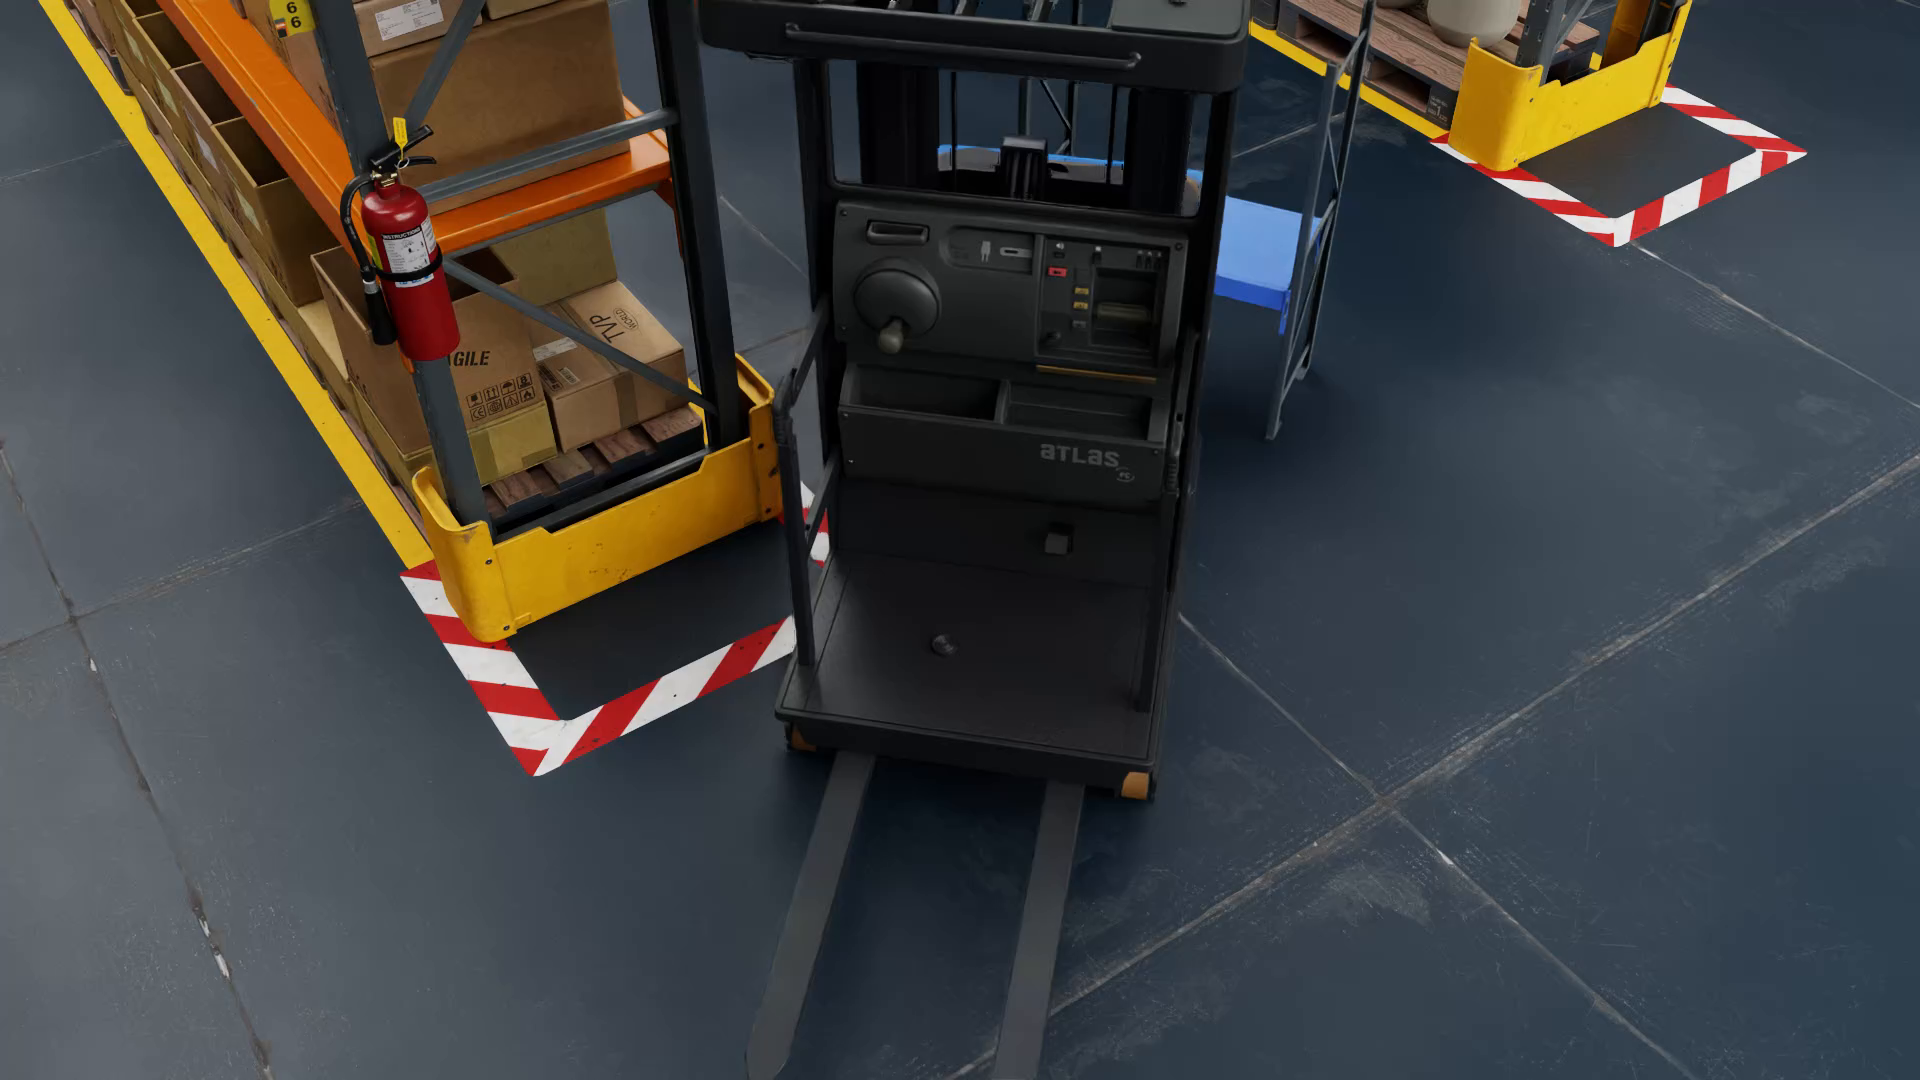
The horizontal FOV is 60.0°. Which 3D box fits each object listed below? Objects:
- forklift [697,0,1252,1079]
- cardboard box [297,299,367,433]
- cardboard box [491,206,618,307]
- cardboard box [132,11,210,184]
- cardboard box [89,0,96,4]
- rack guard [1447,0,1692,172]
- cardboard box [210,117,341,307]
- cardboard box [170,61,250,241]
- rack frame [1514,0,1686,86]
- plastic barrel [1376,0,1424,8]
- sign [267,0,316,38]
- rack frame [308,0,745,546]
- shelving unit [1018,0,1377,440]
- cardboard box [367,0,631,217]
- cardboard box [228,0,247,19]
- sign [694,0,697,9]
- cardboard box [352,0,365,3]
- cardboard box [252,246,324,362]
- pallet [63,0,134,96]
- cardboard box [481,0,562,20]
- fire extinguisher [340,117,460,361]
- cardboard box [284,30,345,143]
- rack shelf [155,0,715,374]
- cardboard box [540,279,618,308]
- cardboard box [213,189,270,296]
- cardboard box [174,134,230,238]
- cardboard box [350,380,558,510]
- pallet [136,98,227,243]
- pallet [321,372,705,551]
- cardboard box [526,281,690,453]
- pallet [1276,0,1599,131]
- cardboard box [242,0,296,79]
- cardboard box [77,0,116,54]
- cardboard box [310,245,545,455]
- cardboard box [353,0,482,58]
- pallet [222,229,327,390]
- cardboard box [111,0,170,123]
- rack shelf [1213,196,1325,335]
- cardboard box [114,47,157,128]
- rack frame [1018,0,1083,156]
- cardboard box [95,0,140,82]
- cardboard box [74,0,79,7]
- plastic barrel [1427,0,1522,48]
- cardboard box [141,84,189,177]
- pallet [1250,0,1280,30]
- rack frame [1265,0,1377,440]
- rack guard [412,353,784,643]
[{"bbox_3d":[0.086,-0.570,4.224,1.130,2.935,3.031,7,44,8],"label":"forklift"},{"bbox_3d":[-2.029,-0.698,5.996,0.500,0.250,0.500,-26,49,-24],"label":"cardboard box"},{"bbox_3d":[-1.596,-1.178,5.955,0.500,0.500,0.500,-26,49,-24],"label":"cardboard box"},{"bbox_3d":[-2.891,-1.817,6.625,0.500,0.500,0.500,-26,49,-24],"label":"cardboard box"},{"bbox_3d":[-3.939,-2.817,7.809,0.500,0.311,0.500,-26,49,-24],"label":"cardboard box"},{"bbox_3d":[2.799,-2.150,7.640,1.175,0.500,0.348,-26,49,-24],"label":"rack guard"},{"bbox_3d":[-2.319,-1.250,6.032,0.500,0.500,0.500,-26,49,-24],"label":"cardboard box"},{"bbox_3d":[-2.604,-1.534,6.329,0.500,0.500,0.500,-26,49,-24],"label":"cardboard box"},{"bbox_3d":[2.881,-3.030,6.751,1.000,3.000,0.127,-26,49,-24],"label":"rack frame"},{"bbox_3d":[2.155,-2.908,8.122,0.421,0.512,0.421,0,44,0],"label":"plastic barrel"},{"bbox_3d":[-1.637,-1.373,4.006,0.100,0.325,0.005,-26,49,-24],"label":"sign"},{"bbox_3d":[-1.184,-1.075,4.704,1.000,3.000,0.127,-26,49,-24],"label":"rack frame"},{"bbox_3d":[0.781,-1.216,5.937,1.048,1.500,0.538,17,46,17],"label":"shelving unit"},{"bbox_3d":[-1.440,-1.381,4.952,0.700,0.500,0.500,-26,49,-24],"label":"cardboard box"},{"bbox_3d":[-2.328,-2.256,5.869,0.700,0.500,0.500,-24,49,-23],"label":"cardboard box"},{"bbox_3d":[-0.725,-1.633,4.604,0.100,0.325,0.005,-26,49,-24],"label":"sign"},{"bbox_3d":[-1.471,-1.880,4.535,0.700,0.500,0.500,-26,49,-24],"label":"cardboard box"},{"bbox_3d":[-2.316,-0.980,6.292,0.500,0.250,0.500,-26,49,-24],"label":"cardboard box"},{"bbox_3d":[-3.926,-2.734,8.461,1.003,0.211,1.213,-26,49,-24],"label":"pallet"},{"bbox_3d":[-1.232,-1.653,4.767,0.380,0.149,0.250,-26,49,-25],"label":"cardboard box"},{"bbox_3d":[-1.497,-0.797,4.468,0.296,0.674,0.183,-26,49,-24],"label":"fire extinguisher"},{"bbox_3d":[-1.745,-1.676,5.261,0.700,0.500,0.500,-24,49,-23],"label":"cardboard box"},{"bbox_3d":[-2.328,-1.948,6.139,1.077,0.370,4.000,-26,49,-24],"label":"rack shelf"},{"bbox_3d":[-1.597,-0.906,6.214,0.500,0.250,0.500,-26,49,-24],"label":"cardboard box"},{"bbox_3d":[-2.601,-1.264,6.589,0.500,0.250,0.500,-26,49,-24],"label":"cardboard box"},{"bbox_3d":[-2.892,-1.545,6.883,0.500,0.250,0.500,-26,49,-24],"label":"cardboard box"},{"bbox_3d":[-1.733,-0.419,5.704,0.500,0.250,0.500,-26,49,-24],"label":"cardboard box"},{"bbox_3d":[-3.051,-1.865,7.551,1.003,0.211,1.213,-26,49,-24],"label":"pallet"},{"bbox_3d":[-1.656,-0.483,6.103,1.003,0.211,1.213,-26,49,-24],"label":"pallet"},{"bbox_3d":[-1.308,-0.624,5.919,0.500,0.250,0.500,-26,49,-24],"label":"cardboard box"},{"bbox_3d":[2.339,-2.508,8.224,1.003,0.211,1.213,-26,49,-24],"label":"pallet"},{"bbox_3d":[-2.024,-1.960,5.558,0.700,0.500,0.500,-25,49,-24],"label":"cardboard box"},{"bbox_3d":[-3.947,-2.618,8.007,0.500,0.250,0.500,-26,50,-25],"label":"cardboard box"},{"bbox_3d":[-1.735,-0.690,5.444,0.500,0.500,0.500,-26,49,-24],"label":"cardboard box"},{"bbox_3d":[-1.559,-1.487,4.593,0.380,0.149,0.250,-27,50,-25],"label":"cardboard box"},{"bbox_3d":[-2.349,-1.173,6.826,1.003,0.211,1.213,-26,49,-24],"label":"pallet"},{"bbox_3d":[-3.171,-2.103,6.924,0.500,0.500,0.500,-26,49,-24],"label":"cardboard box"},{"bbox_3d":[0.781,-1.086,6.062,1.000,0.185,0.538,17,46,17],"label":"rack shelf"},{"bbox_3d":[-3.455,-2.115,7.481,0.500,0.250,0.500,-26,49,-24],"label":"cardboard box"},{"bbox_3d":[0.318,-1.361,6.089,0.032,1.500,0.500,17,46,17],"label":"rack frame"},{"bbox_3d":[-3.464,-2.383,7.218,0.500,0.500,0.500,-26,49,-24],"label":"cardboard box"},{"bbox_3d":[-4.235,-2.905,8.308,0.500,0.250,0.500,-26,50,-25],"label":"cardboard box"},{"bbox_3d":[2.442,-2.624,7.824,0.421,0.512,0.421,0,44,0],"label":"plastic barrel"},{"bbox_3d":[-3.174,-1.830,7.182,0.500,0.250,0.500,-26,49,-24],"label":"cardboard box"},{"bbox_3d":[1.645,-3.198,8.947,1.003,0.211,1.213,-26,49,-24],"label":"pallet"},{"bbox_3d":[1.244,-1.071,5.786,0.032,1.500,0.500,17,46,17],"label":"rack frame"},{"bbox_3d":[-1.170,-0.157,5.553,1.175,0.500,0.348,-26,49,-24],"label":"rack guard"}]
